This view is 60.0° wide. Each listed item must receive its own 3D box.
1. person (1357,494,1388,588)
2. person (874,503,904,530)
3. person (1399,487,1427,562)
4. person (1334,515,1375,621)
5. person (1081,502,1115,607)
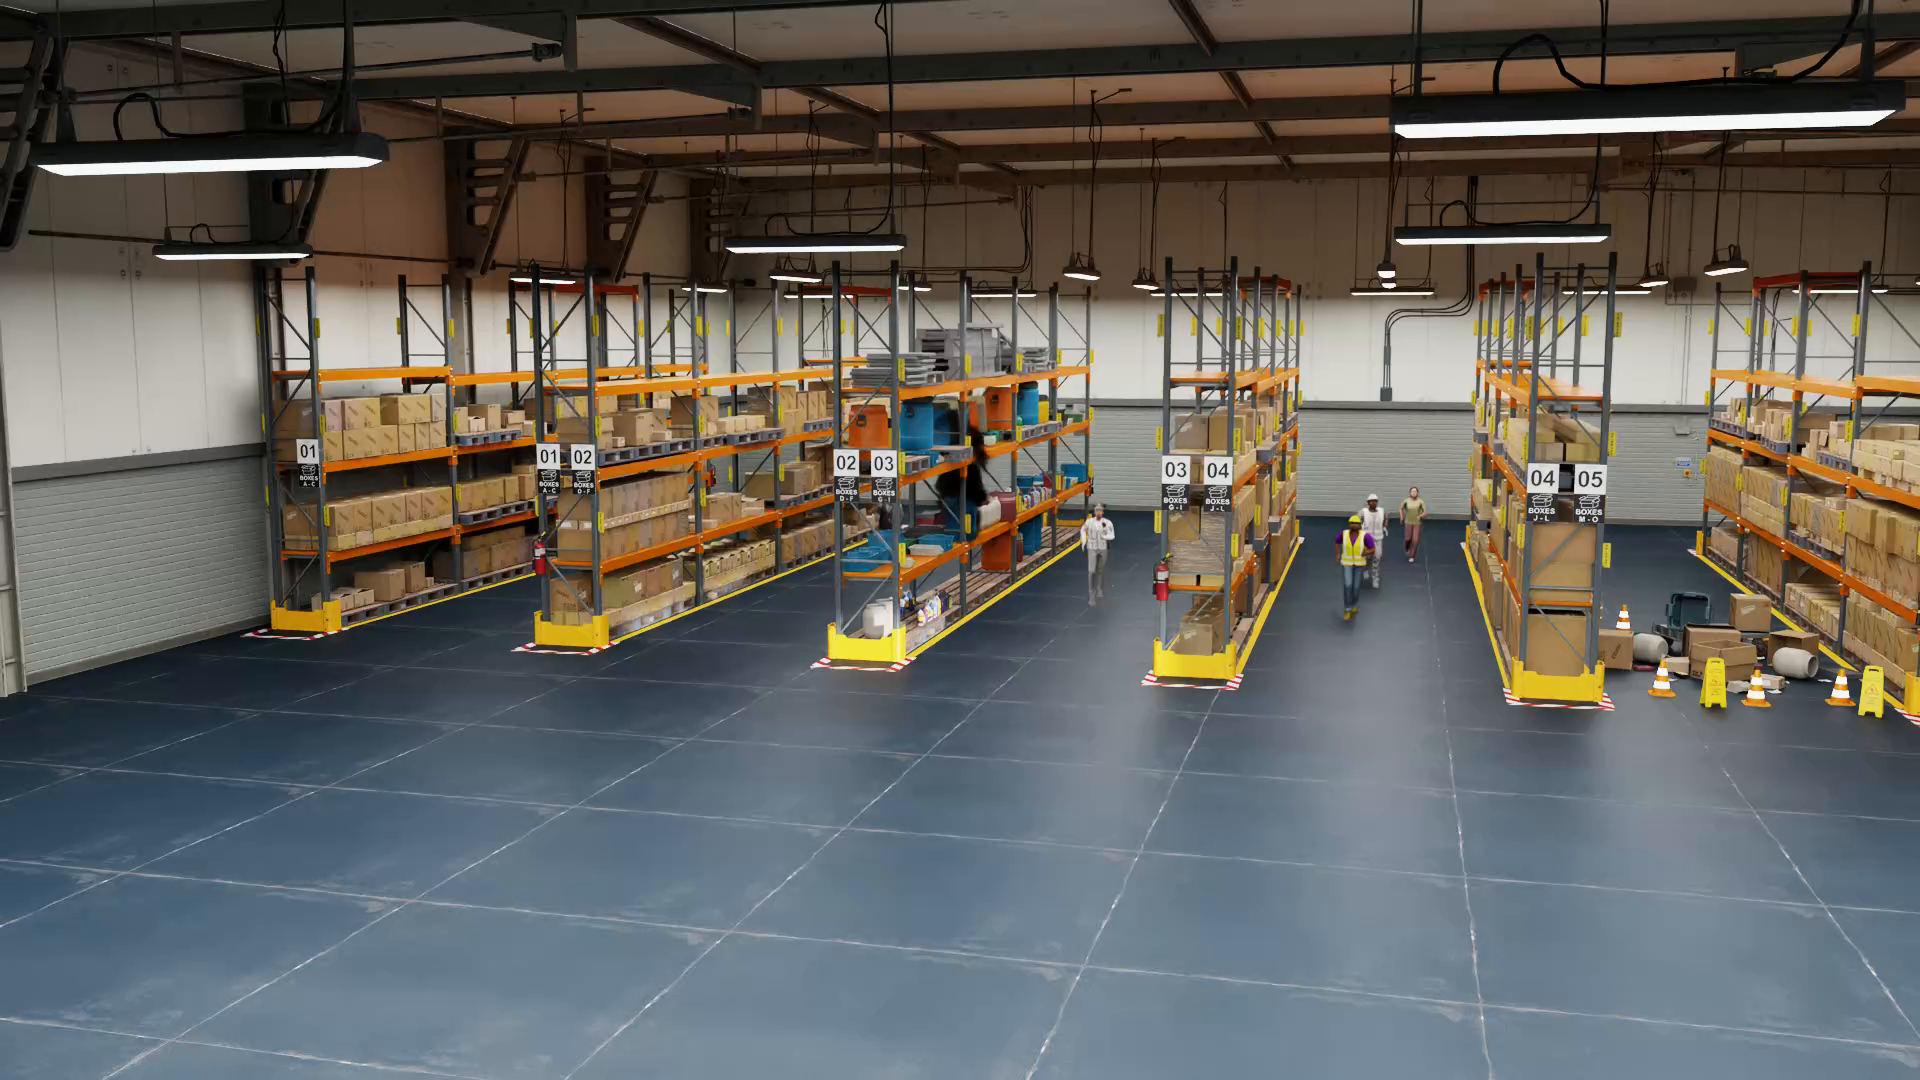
[{"bbox_3d":[8.017,-0.006,32.386,0.684,1.781,0.984,1,7,5],"label":"person"},{"bbox_3d":[-1.461,-0.194,34.280,0.634,1.689,0.663,0,7,1],"label":"person"},{"bbox_3d":[9.728,-0.335,35.744,0.583,1.626,0.543,2,7,14],"label":"person"},{"bbox_3d":[6.861,0.471,28.931,0.680,1.819,0.794,1,7,10],"label":"person"},{"bbox_3d":[2.385,0.239,28.829,0.578,1.802,0.711,0,7,3],"label":"person"}]
